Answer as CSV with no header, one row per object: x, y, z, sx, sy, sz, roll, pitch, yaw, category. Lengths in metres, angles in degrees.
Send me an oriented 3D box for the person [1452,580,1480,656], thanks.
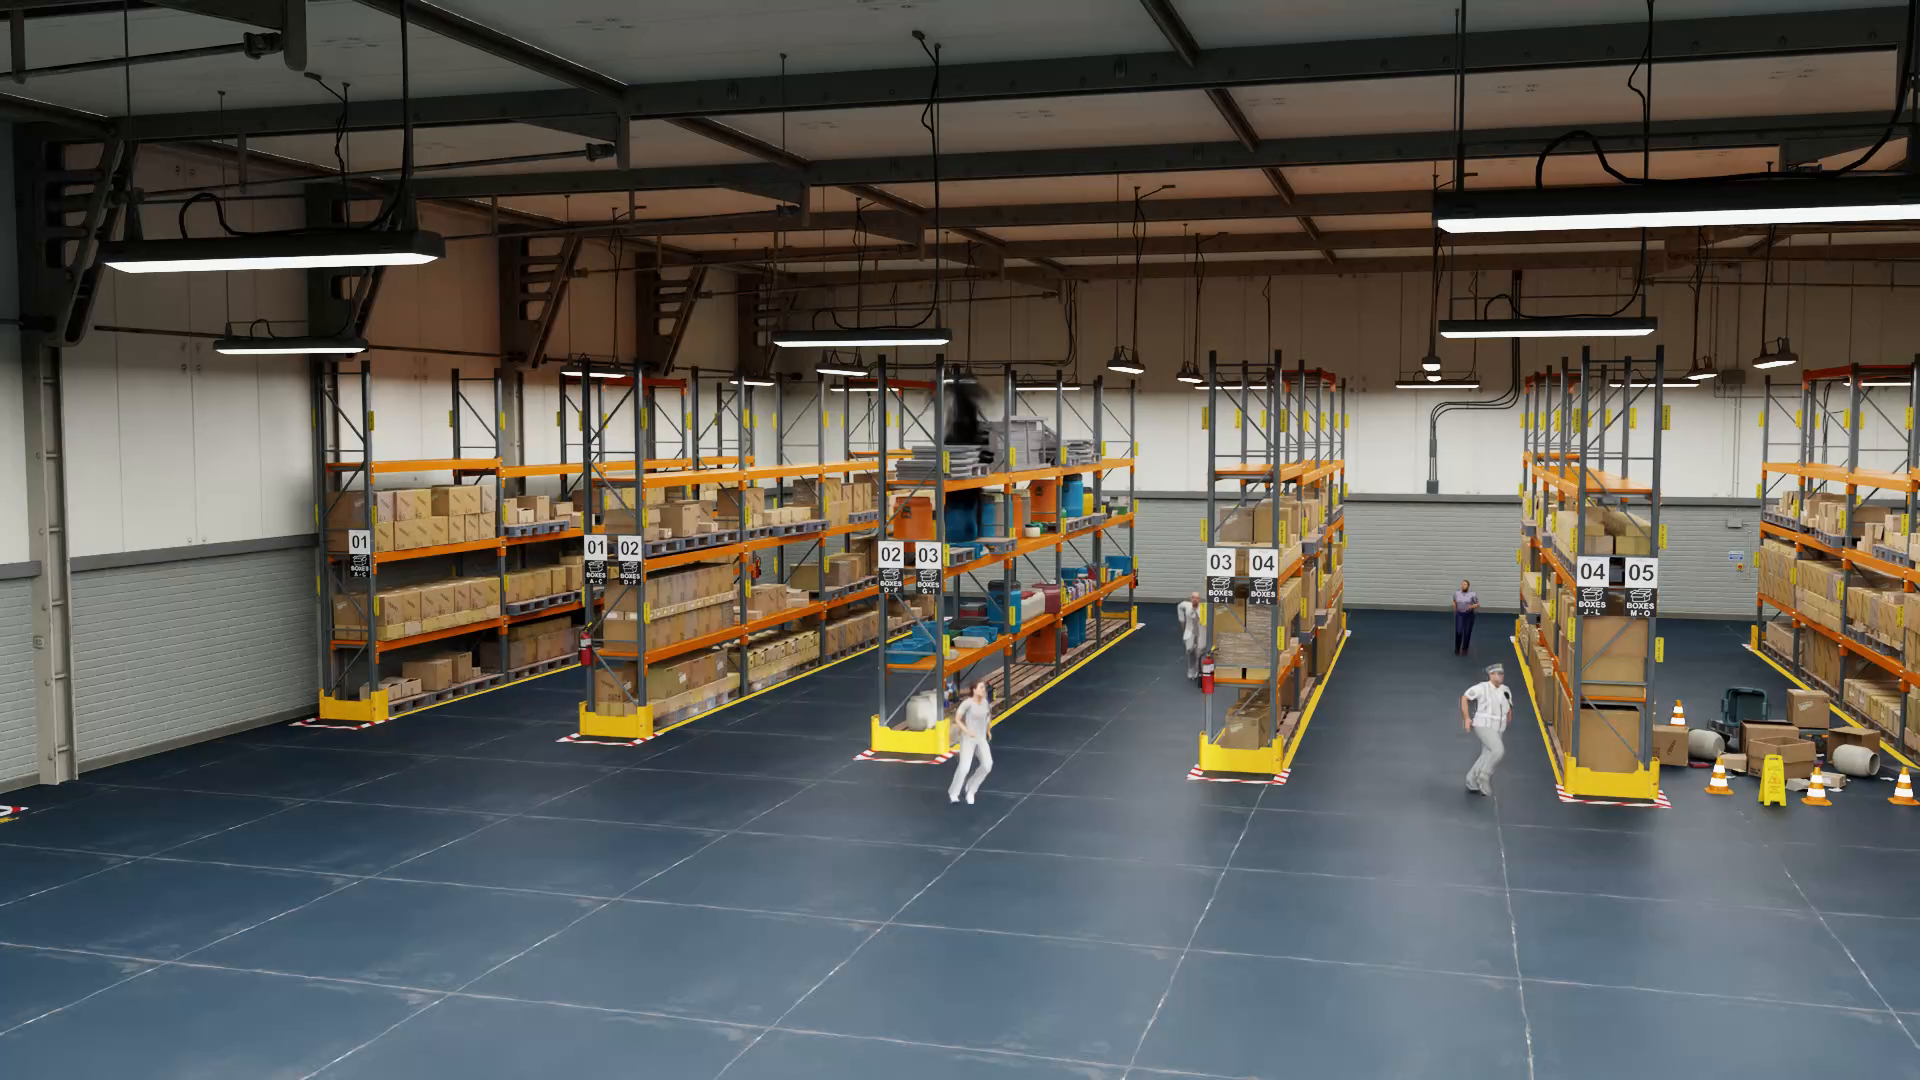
10.759,1.666,35.426,0.580,1.638,0.630,2,4,21,person

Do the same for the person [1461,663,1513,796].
7.178,2.527,22.380,0.663,1.734,0.655,-2,5,-27,person

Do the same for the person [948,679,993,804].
0.209,2.629,21.782,0.629,1.626,0.620,-2,5,-30,person

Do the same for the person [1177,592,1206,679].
4.537,1.832,32.119,0.691,1.706,0.960,1,4,9,person
